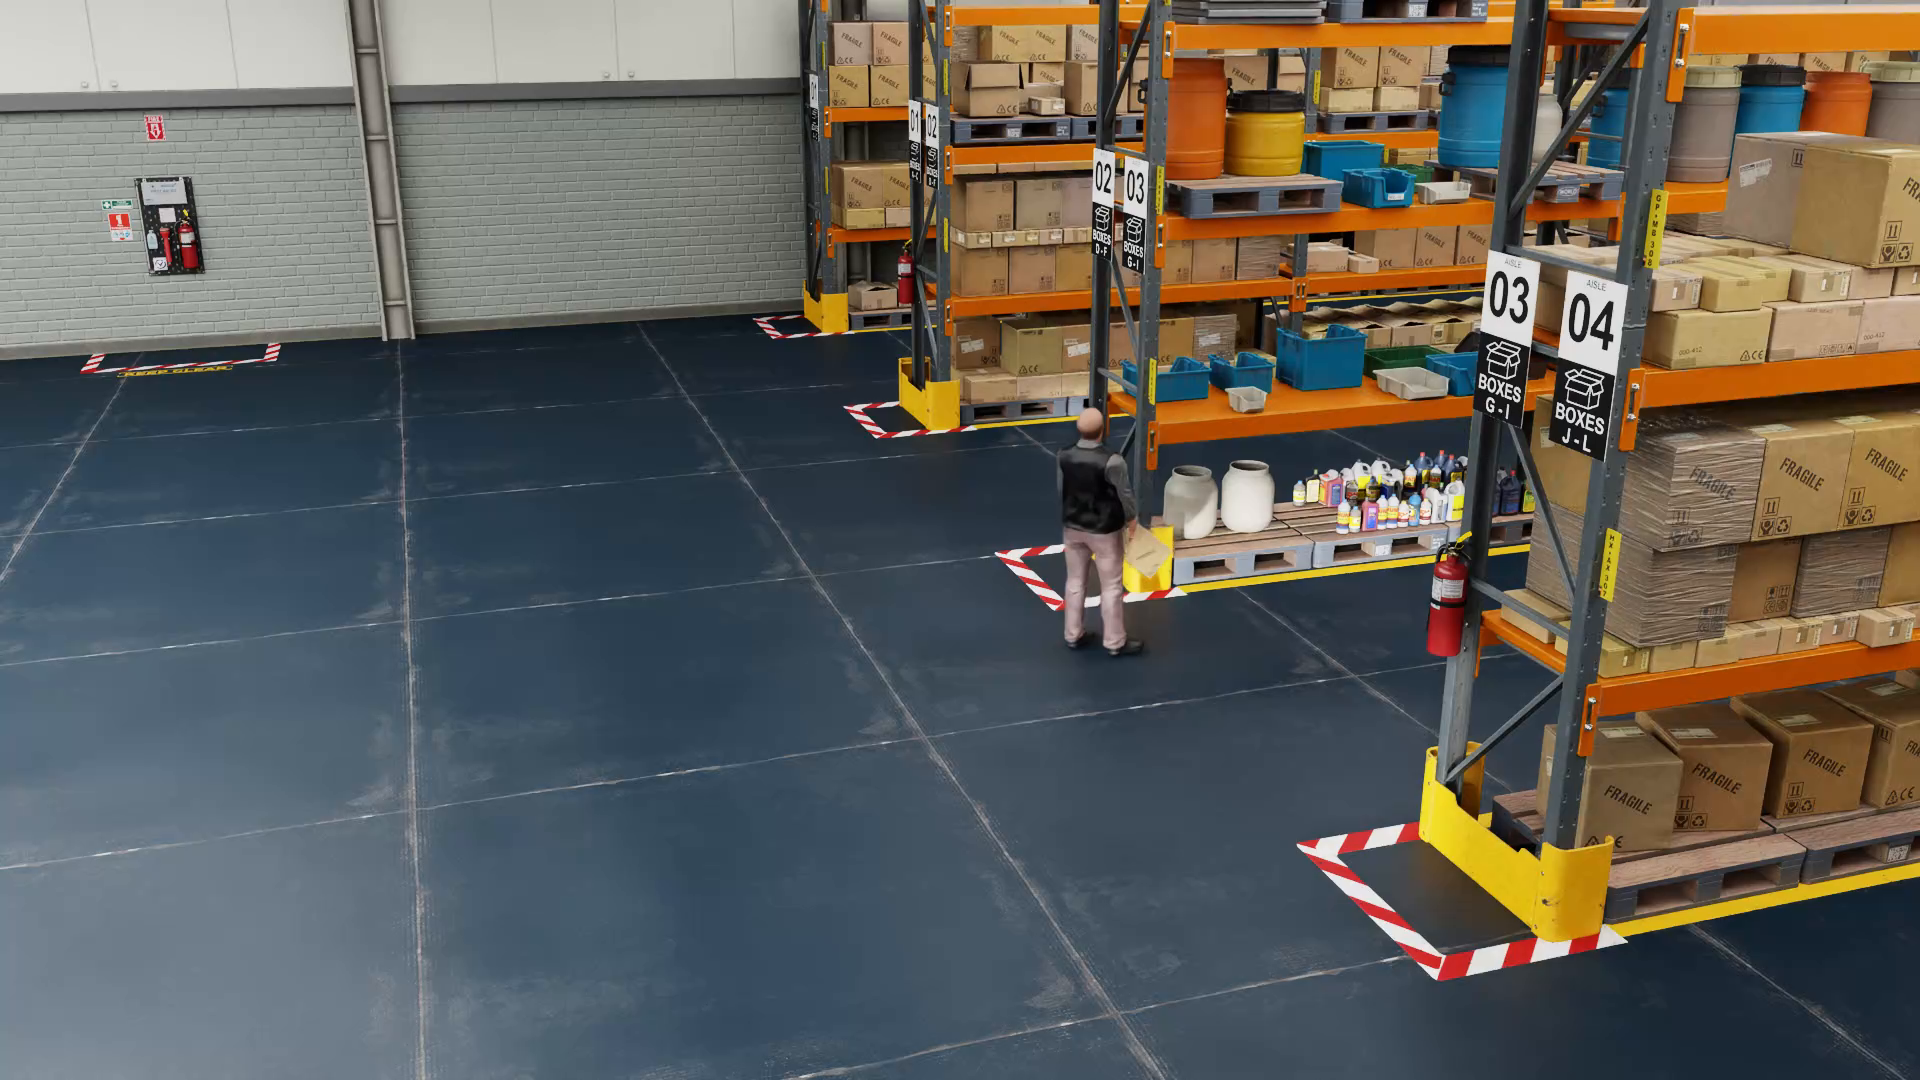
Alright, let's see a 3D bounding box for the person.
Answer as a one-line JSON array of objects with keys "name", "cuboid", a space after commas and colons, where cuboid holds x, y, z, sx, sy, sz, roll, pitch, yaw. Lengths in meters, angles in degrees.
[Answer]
[{"name": "person", "cuboid": [0.939, -0.072, 11.271, 0.600, 1.726, 0.458, 12, 23, 31]}]
